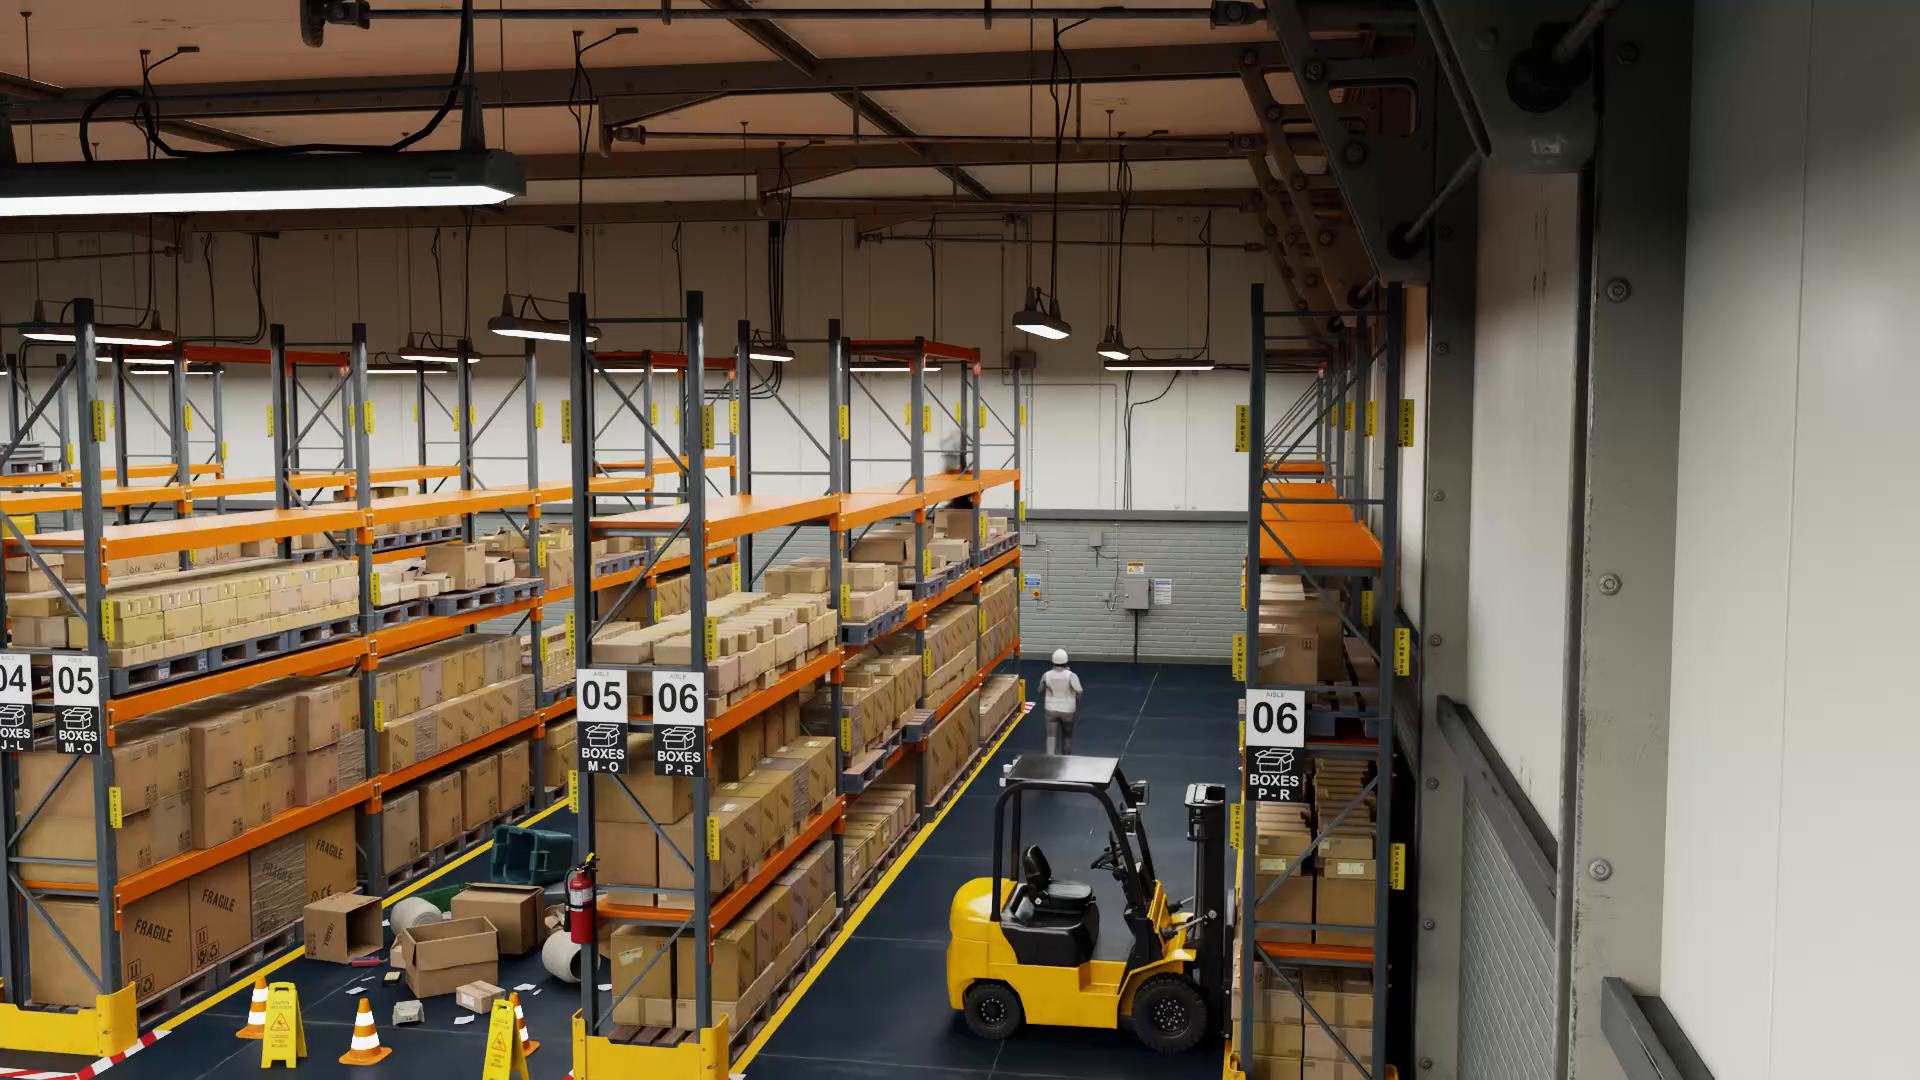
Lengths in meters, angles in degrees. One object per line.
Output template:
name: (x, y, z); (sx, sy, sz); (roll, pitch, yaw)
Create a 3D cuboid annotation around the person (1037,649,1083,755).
person: (1.400, 2.392, 23.211); (0.657, 1.755, 0.971); (1, 5, 9)
